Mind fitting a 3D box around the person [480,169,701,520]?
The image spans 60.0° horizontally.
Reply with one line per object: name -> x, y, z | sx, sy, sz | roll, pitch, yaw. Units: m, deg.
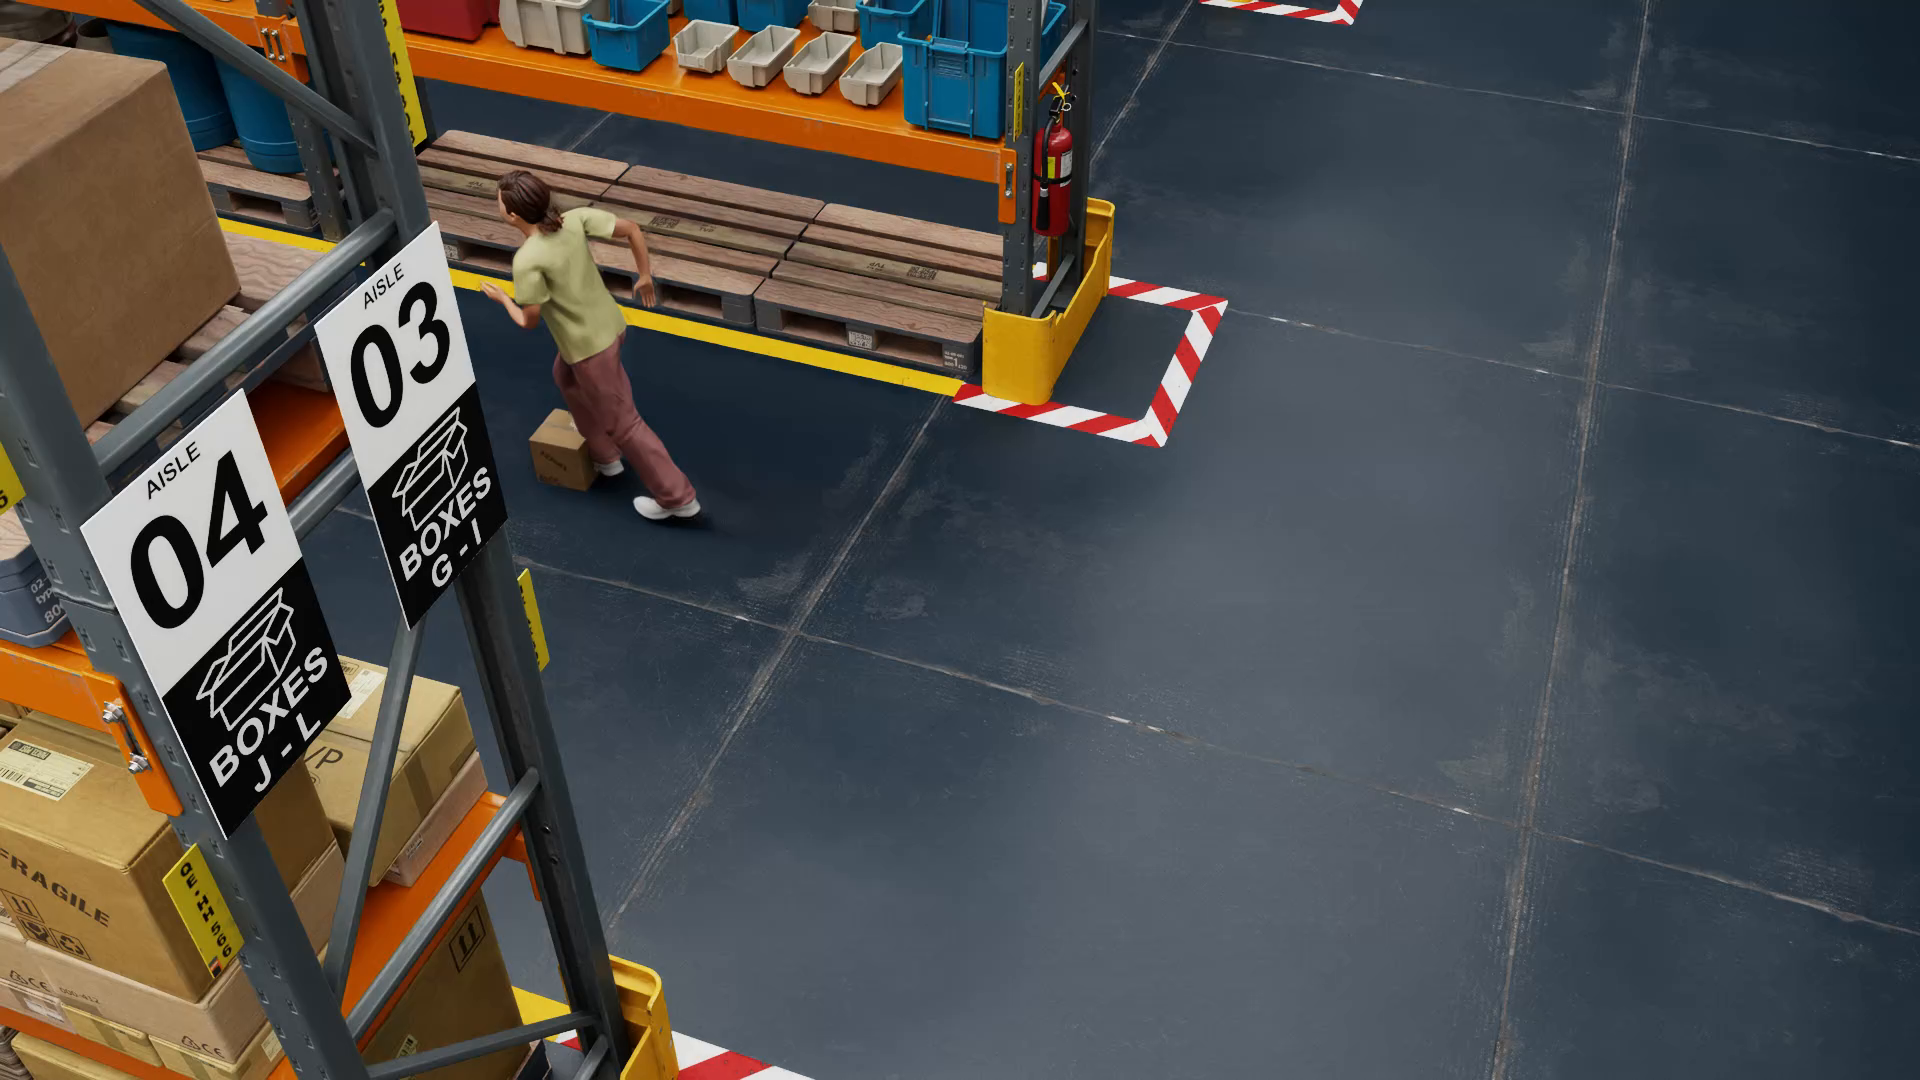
person -> -1.569, -0.835, 7.145 | 0.908, 1.588, 0.573 | 10, 43, 11
